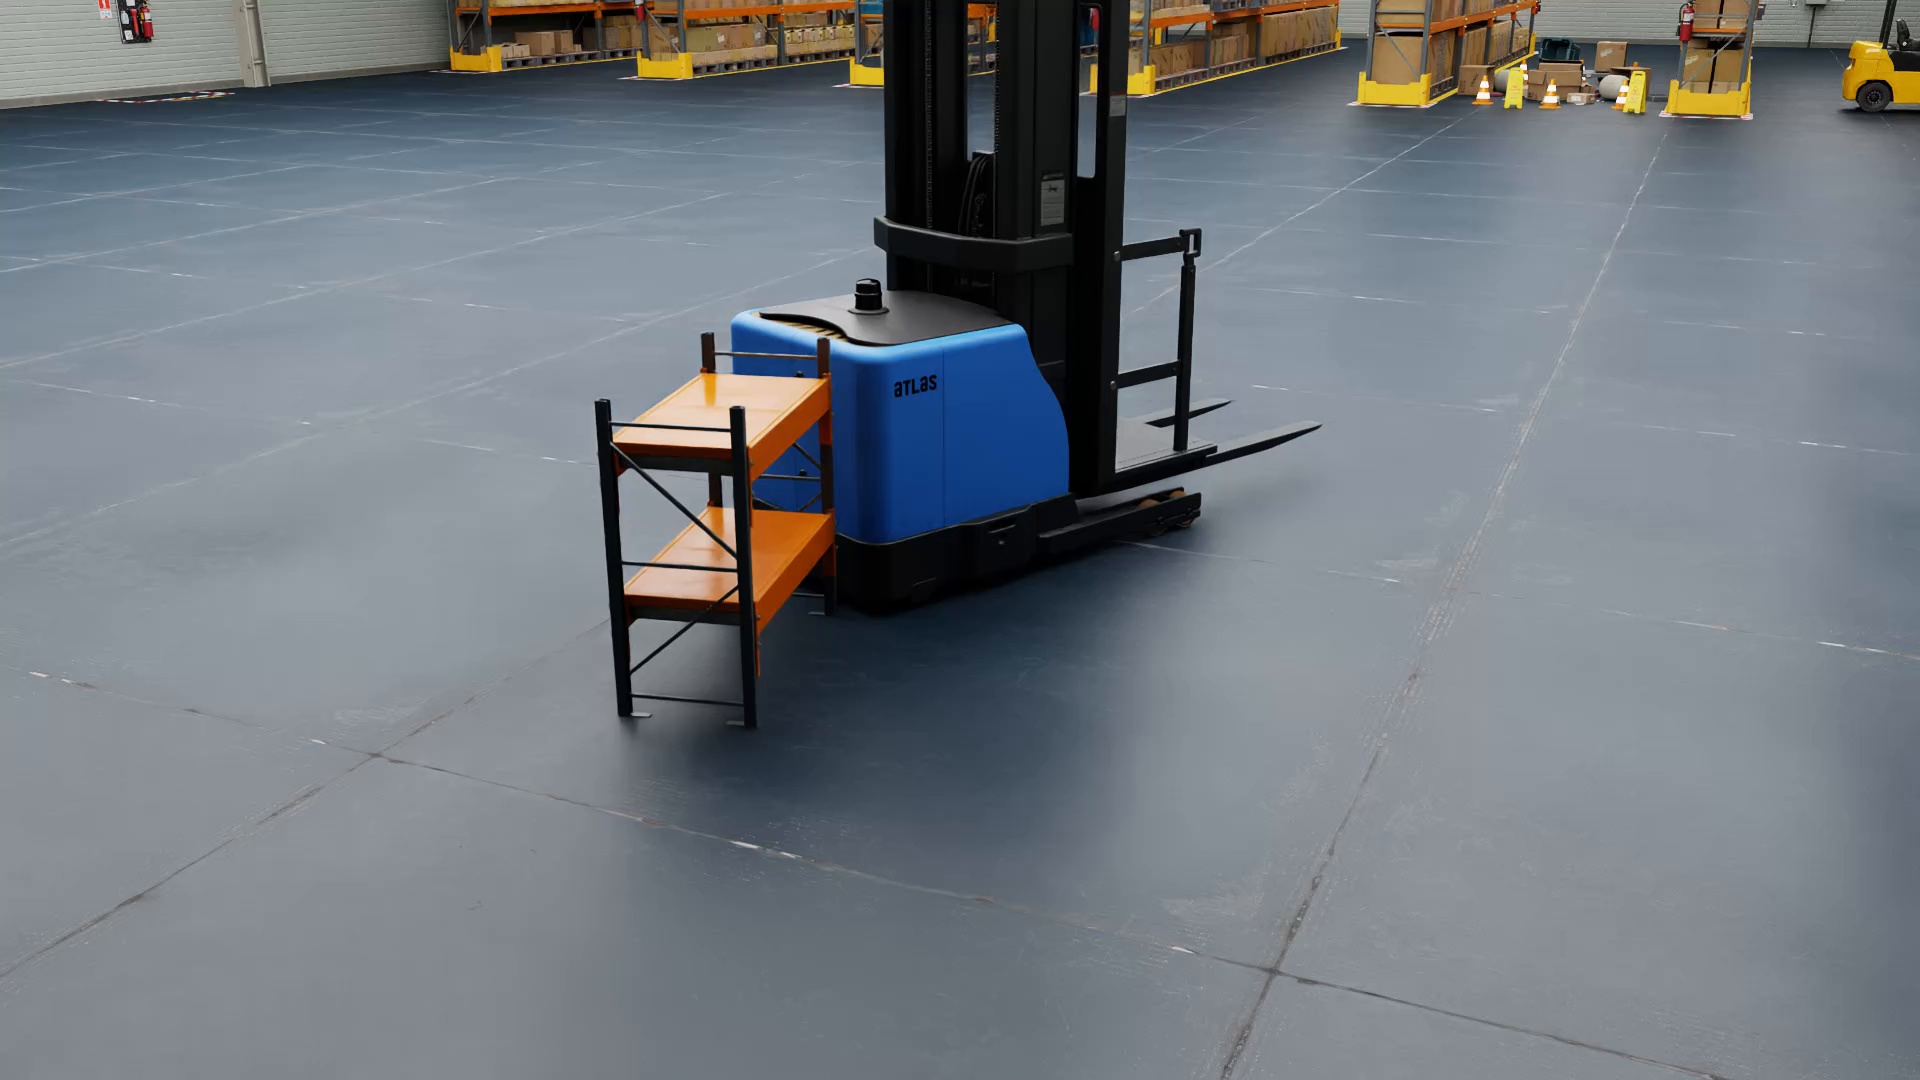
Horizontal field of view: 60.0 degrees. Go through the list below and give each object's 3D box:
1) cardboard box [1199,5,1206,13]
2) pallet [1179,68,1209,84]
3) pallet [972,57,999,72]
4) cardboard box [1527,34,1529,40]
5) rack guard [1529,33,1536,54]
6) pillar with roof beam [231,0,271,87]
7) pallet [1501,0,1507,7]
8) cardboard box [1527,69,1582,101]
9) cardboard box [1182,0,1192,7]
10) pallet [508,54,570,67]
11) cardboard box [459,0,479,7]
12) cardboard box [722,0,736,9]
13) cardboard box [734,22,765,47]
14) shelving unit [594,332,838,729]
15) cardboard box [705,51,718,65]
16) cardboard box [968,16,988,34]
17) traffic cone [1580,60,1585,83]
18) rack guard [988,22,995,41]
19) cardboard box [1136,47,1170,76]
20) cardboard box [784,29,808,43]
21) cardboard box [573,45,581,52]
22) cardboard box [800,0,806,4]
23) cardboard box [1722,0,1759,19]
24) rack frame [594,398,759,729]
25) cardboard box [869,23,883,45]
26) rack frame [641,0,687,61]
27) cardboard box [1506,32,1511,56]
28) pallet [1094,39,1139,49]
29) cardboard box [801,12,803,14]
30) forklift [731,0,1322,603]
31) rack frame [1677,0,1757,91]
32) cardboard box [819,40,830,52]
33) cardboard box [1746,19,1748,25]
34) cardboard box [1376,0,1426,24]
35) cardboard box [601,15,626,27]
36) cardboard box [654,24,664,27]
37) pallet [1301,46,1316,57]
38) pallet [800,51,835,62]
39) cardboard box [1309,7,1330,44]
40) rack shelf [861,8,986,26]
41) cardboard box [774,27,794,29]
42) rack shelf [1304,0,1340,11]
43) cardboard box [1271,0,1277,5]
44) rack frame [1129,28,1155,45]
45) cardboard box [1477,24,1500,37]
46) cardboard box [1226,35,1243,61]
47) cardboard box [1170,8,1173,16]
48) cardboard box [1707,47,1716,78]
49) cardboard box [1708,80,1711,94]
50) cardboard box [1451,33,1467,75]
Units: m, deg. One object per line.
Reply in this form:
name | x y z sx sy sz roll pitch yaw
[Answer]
cardboard box | 4.663 -10.553 33.042 0.380 0.149 0.250 9 21 23
pallet | 4.351 -9.329 33.385 1.003 0.211 1.213 9 21 23
pallet | 0.362 -10.464 36.577 1.003 0.211 1.213 9 21 23
cardboard box | 14.036 -12.604 41.617 0.380 0.149 0.250 8 21 21
rack guard | 13.961 -12.609 42.177 1.175 0.500 0.348 9 21 23
pillar with roof beam | -9.633 -12.403 28.916 9.100 9.000 0.400 9 21 23
pallet | 11.489 -11.884 36.696 1.003 0.211 1.213 9 21 23
cardboard box | 10.407 -7.978 29.152 0.797 0.503 0.637 -5 20 -15
cardboard box | 4.004 -10.596 32.194 0.875 0.500 0.500 9 21 23
pallet | -9.704 -10.994 38.066 1.003 0.211 1.213 9 21 23
cardboard box | -10.586 -11.777 36.302 0.500 0.250 0.500 9 21 23
cardboard box | -5.246 -11.652 35.607 0.700 0.500 0.500 9 22 24
cardboard box | -4.648 -11.146 36.691 0.500 0.500 0.500 9 21 23
shelving unit | -0.836 -0.076 6.004 0.538 1.125 1.048 4 20 11
cardboard box | -5.456 -10.180 35.093 0.500 0.250 0.500 9 21 23
cardboard box | 0.474 -14.711 47.432 0.500 0.500 0.500 9 21 23
traffic cone | 12.072 -9.095 32.352 0.336 0.463 0.334 9 21 23
rack guard | 0.441 -14.681 48.003 1.175 0.500 0.348 9 21 23
cardboard box | 3.714 -9.215 32.007 0.500 0.500 0.500 11 22 28
cardboard box | -3.836 -11.624 38.318 0.500 0.311 0.500 8 21 22
cardboard box | -9.155 -11.596 39.172 0.380 0.166 0.250 6 20 16
cardboard box | -3.897 -12.654 38.424 0.500 0.500 0.500 10 22 27
cardboard box | 12.444 -8.564 26.481 0.500 0.500 0.500 8 21 22
rack frame | -0.935 0.091 5.534 0.500 1.125 0.032 4 20 11
cardboard box | -2.148 -12.726 41.851 0.500 0.500 0.500 8 21 21
rack frame | -6.080 -10.990 33.896 1.000 3.000 0.127 9 21 23
cardboard box | 12.281 -11.346 38.000 0.500 0.500 0.500 8 21 22
pallet | 4.115 -13.269 44.463 1.003 0.211 1.213 9 21 23
cardboard box | -4.789 -15.415 48.472 0.380 0.149 0.250 9 21 23
forklift | 0.477 -1.517 7.360 3.031 2.935 1.130 -16 25 -38
rack frame | 11.997 -8.270 26.247 1.000 3.000 0.127 9 21 23
cardboard box | -3.421 -11.675 39.298 0.500 0.250 0.500 9 21 24
cardboard box | 12.598 -8.376 26.921 0.380 0.149 0.250 8 21 21
cardboard box | 7.550 -9.109 28.381 0.875 0.550 0.550 9 21 23
cardboard box | -8.499 -12.637 40.481 0.500 0.250 0.500 8 21 22
cardboard box | -7.889 -12.775 41.989 0.700 0.500 0.500 9 21 23
pallet | 8.253 -12.206 41.476 1.003 0.211 1.213 9 21 23
pallet | -3.678 -11.504 39.502 1.003 0.211 1.213 9 21 23
cardboard box | 8.946 -13.233 42.746 0.875 0.875 0.875 9 21 23
rack shelf | -0.744 -10.582 33.821 1.077 0.370 4.000 9 21 23
cardboard box | -4.124 -11.855 38.967 0.500 0.311 0.500 8 21 23
rack shelf | 8.689 -13.571 42.225 1.077 0.370 4.000 9 21 23
cardboard box | 6.888 -12.392 37.687 0.500 0.500 0.500 8 21 21
rack frame | 4.989 -15.201 45.735 1.000 3.000 0.127 9 21 23
cardboard box | 11.427 -11.070 36.105 0.500 0.250 0.500 8 21 22
cardboard box | 5.761 -10.726 36.227 0.700 0.500 0.500 7 21 18
cardboard box | 3.796 -9.949 31.343 0.380 0.149 0.250 9 21 23
cardboard box | 12.298 -7.967 27.751 0.500 0.500 0.500 9 22 25
cardboard box | 12.302 -7.614 27.878 0.500 0.250 0.500 9 21 23
cardboard box | 9.250 -9.481 32.383 1.050 0.750 0.750 8 21 22
